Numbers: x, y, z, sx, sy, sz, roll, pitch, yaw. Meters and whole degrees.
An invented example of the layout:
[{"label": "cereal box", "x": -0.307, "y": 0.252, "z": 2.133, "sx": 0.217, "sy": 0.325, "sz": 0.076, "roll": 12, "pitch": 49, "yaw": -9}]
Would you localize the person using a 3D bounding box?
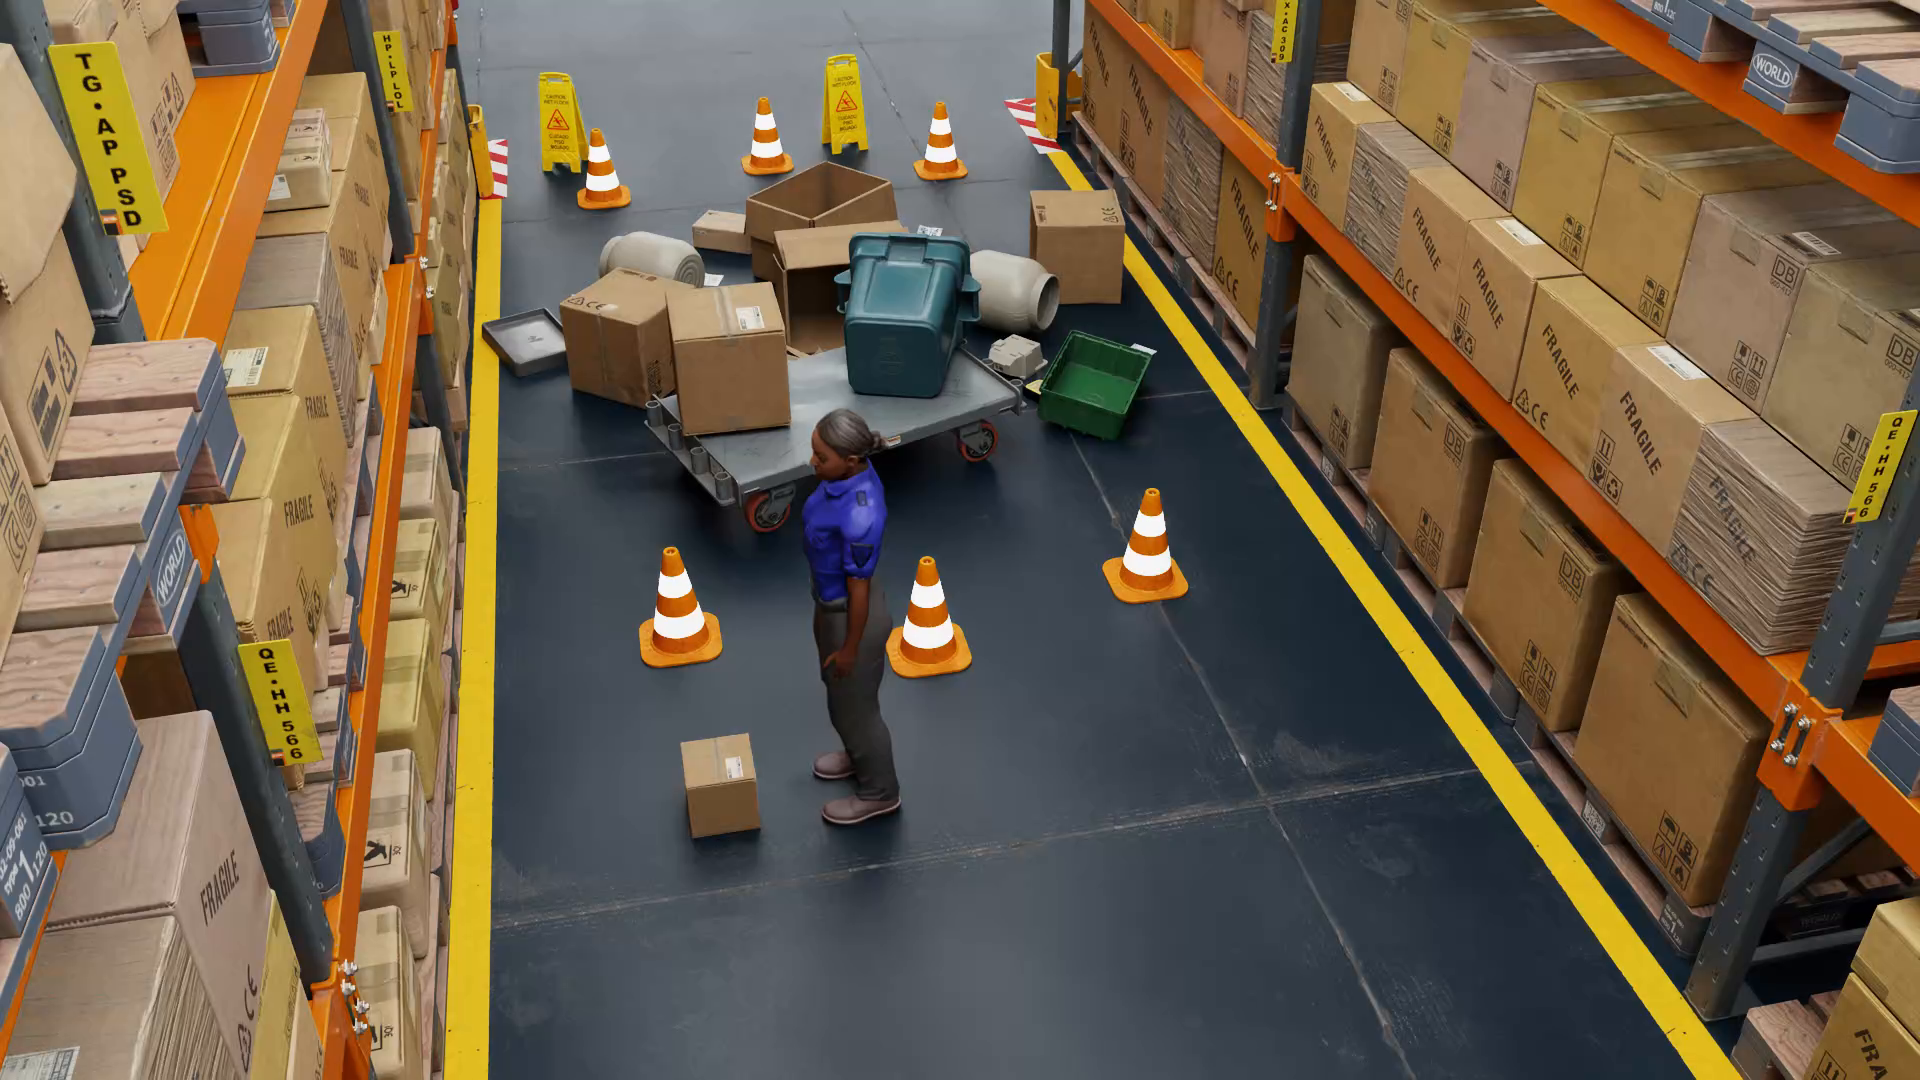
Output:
[{"label": "person", "x": -0.385, "y": 0.270, "z": 5.761, "sx": 0.299, "sy": 1.656, "sz": 0.438, "roll": -7, "pitch": 35, "yaw": -9}]
